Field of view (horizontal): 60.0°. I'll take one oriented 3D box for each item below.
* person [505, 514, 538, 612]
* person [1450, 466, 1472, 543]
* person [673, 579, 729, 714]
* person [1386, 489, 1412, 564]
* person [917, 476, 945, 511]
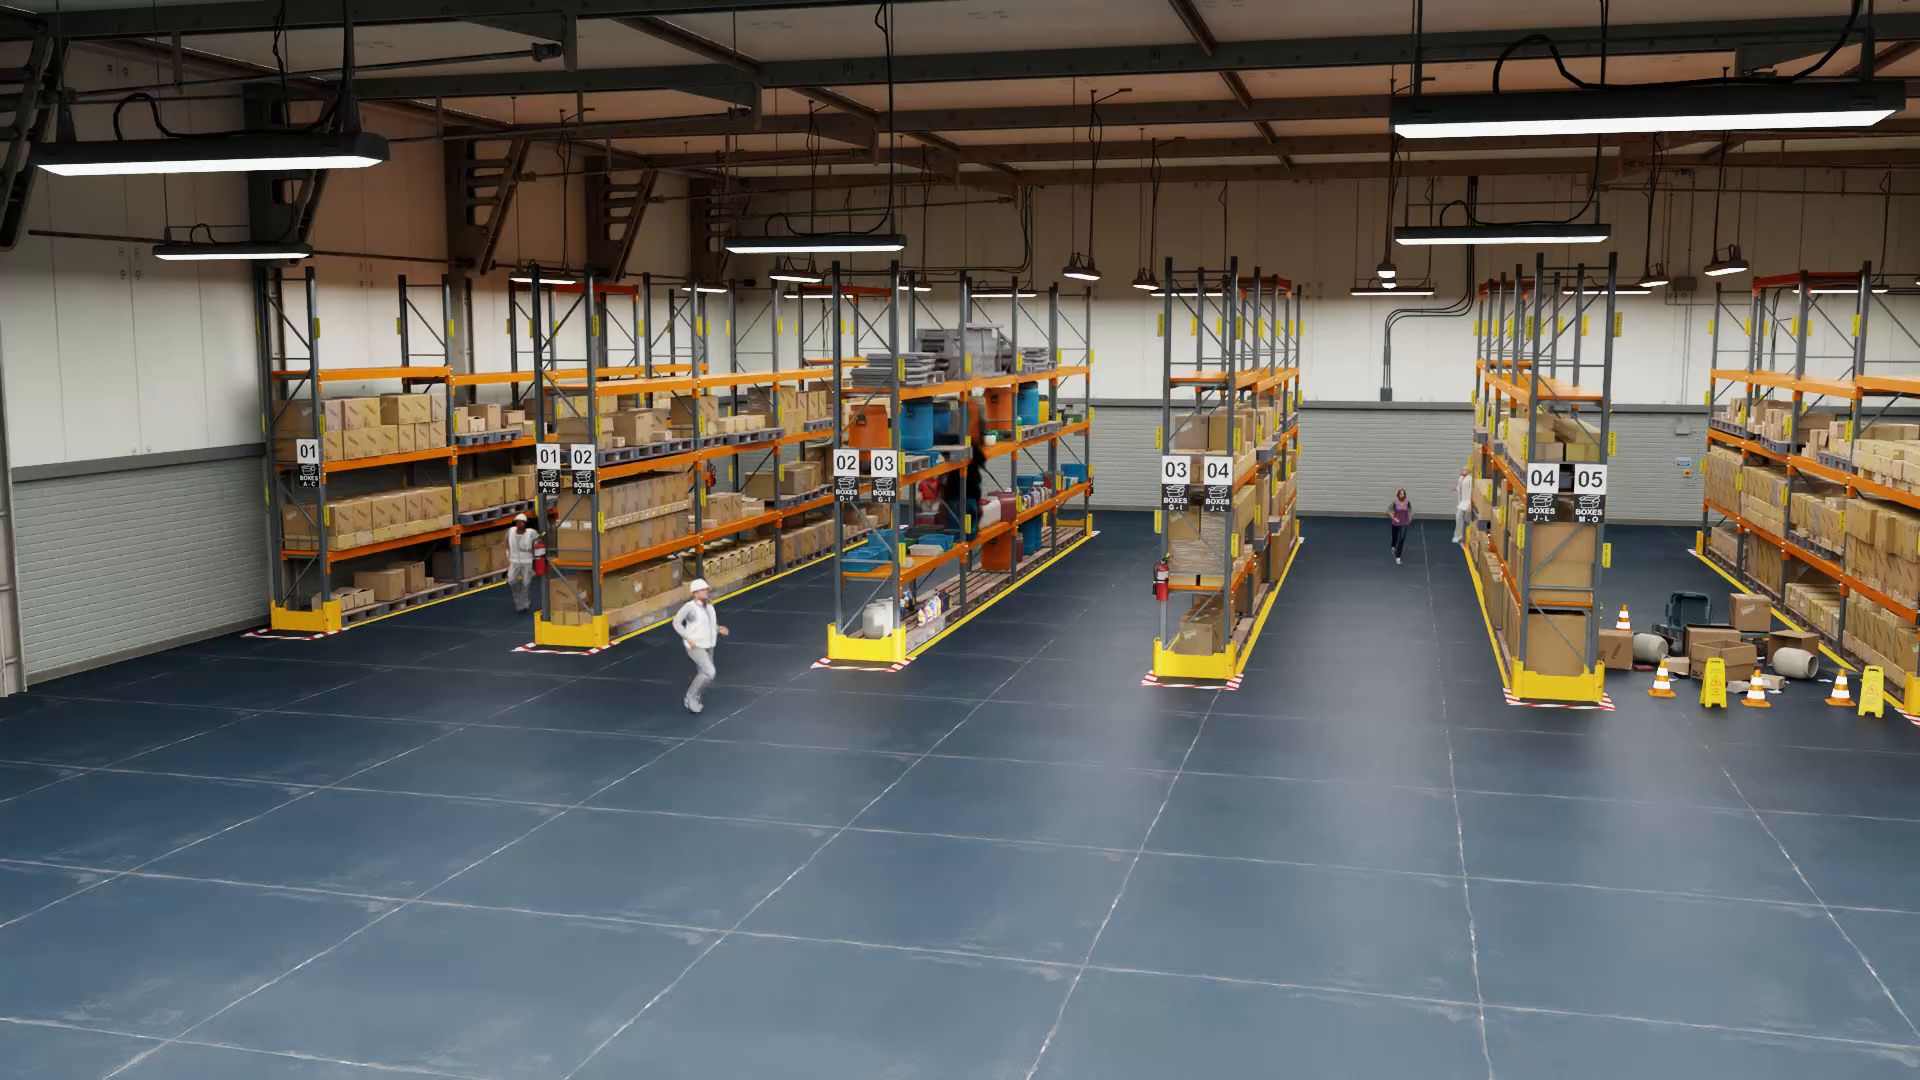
[{"bbox_3d":[-7.746,0.406,29.381,0.666,1.758,0.742,0,7,-1],"label":"person"},{"bbox_3d":[11.987,-0.845,39.267,0.932,1.822,0.723,-1,7,-11],"label":"person"},{"bbox_3d":[-3.357,1.386,21.709,0.675,1.753,0.634,4,8,28],"label":"person"},{"bbox_3d":[9.475,-0.322,35.888,0.566,1.588,0.866,0,7,3],"label":"person"},{"bbox_3d":[-0.693,-0.839,39.555,0.670,1.686,0.648,0,7,2],"label":"person"}]
